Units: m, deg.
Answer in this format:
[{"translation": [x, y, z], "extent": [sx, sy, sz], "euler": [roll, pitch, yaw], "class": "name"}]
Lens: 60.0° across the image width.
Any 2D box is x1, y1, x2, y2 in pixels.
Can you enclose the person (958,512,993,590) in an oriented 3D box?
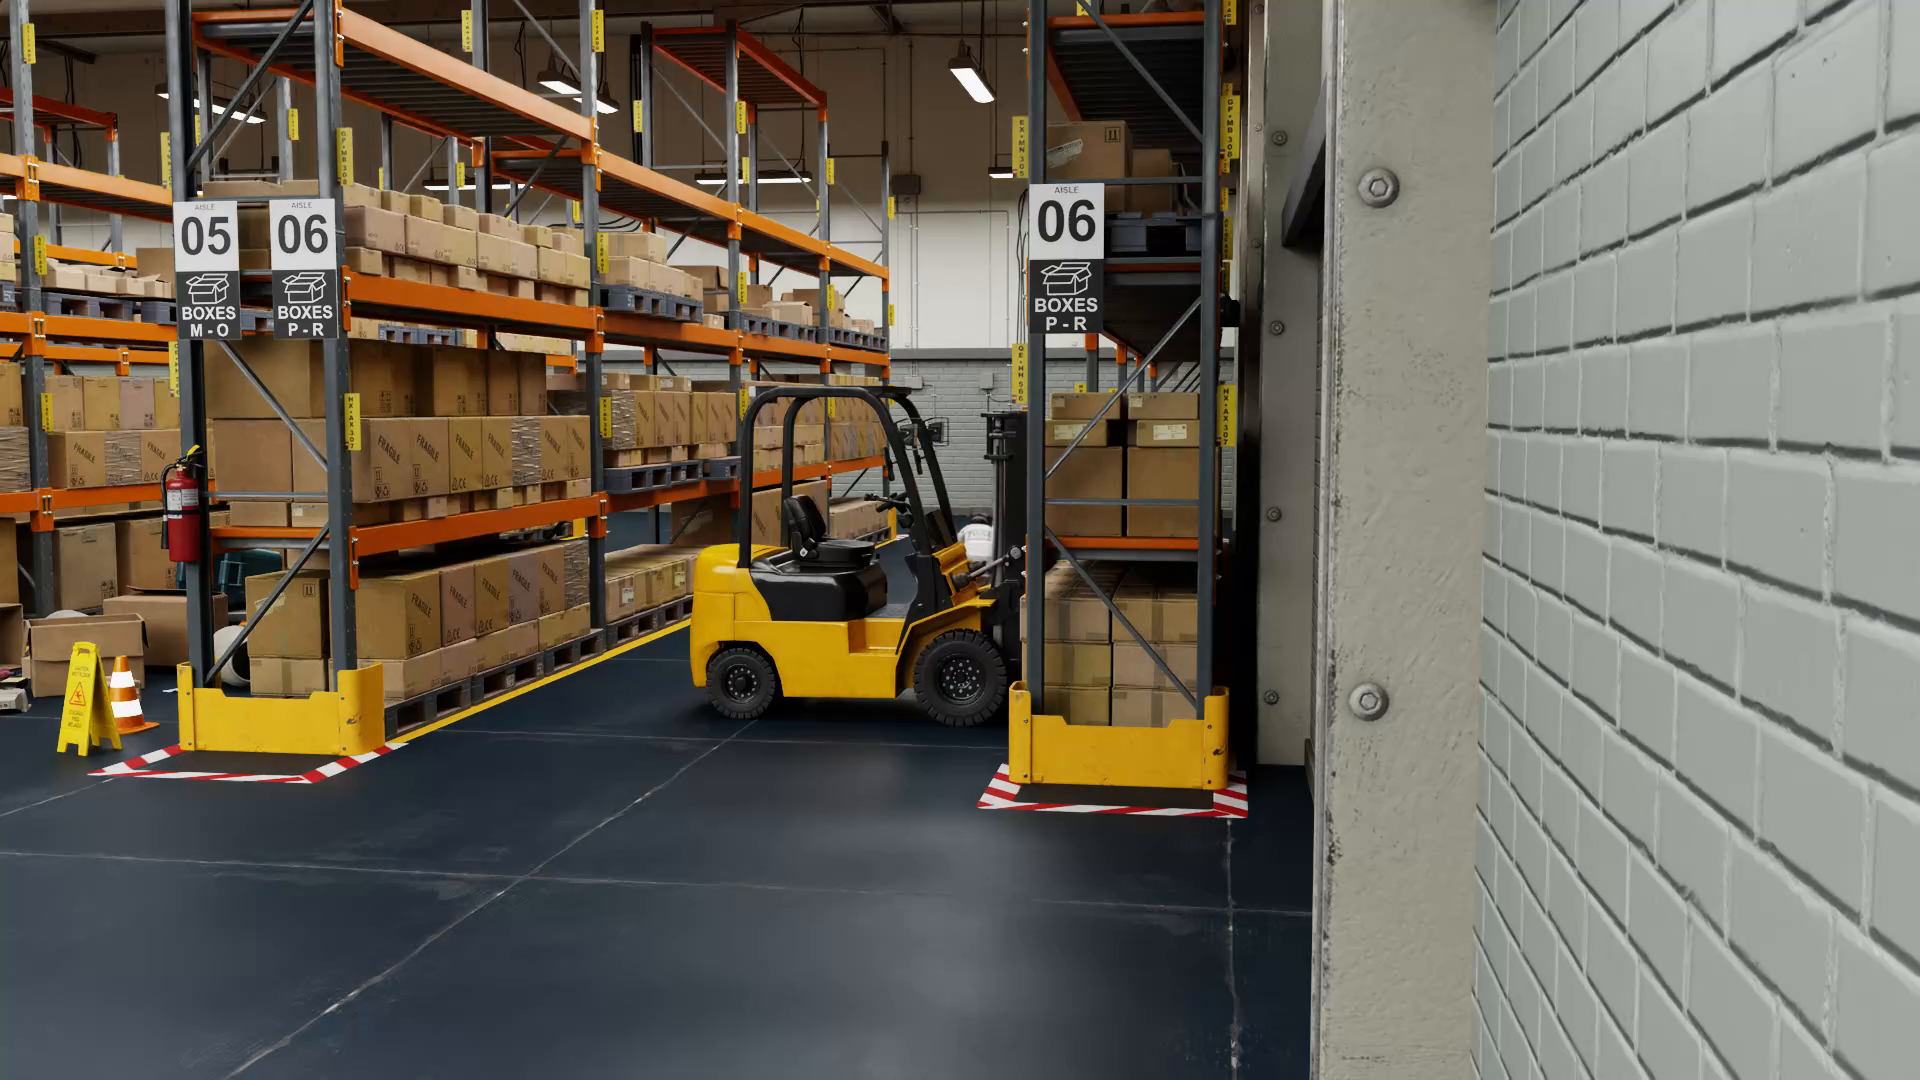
[{"translation": [0.198, 0.189, 17.184], "extent": [0.487, 0.929, 0.853], "euler": [1, 5, 8], "class": "person"}]
